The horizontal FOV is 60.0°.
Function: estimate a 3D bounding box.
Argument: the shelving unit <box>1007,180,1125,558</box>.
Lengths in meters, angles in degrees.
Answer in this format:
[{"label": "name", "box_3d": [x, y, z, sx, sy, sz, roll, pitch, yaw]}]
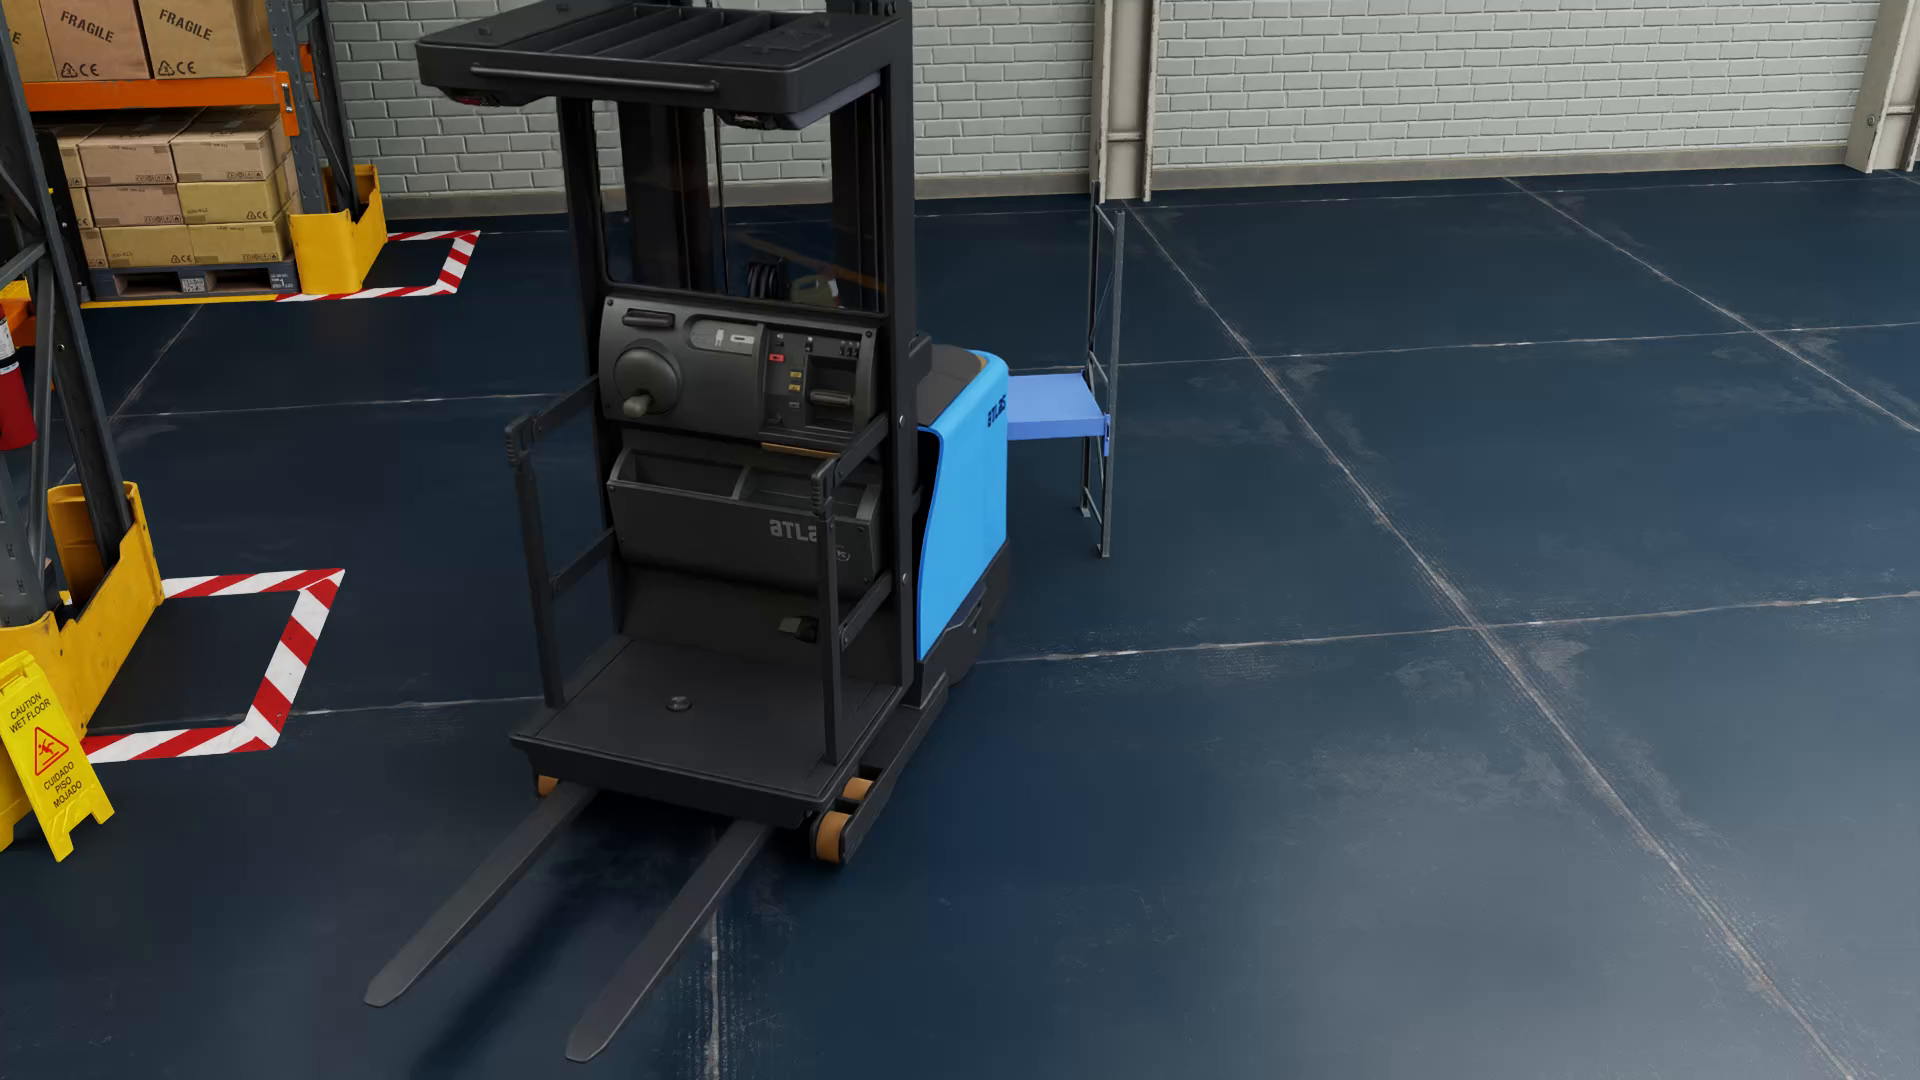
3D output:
[{"label": "shelving unit", "box_3d": [0.086, -0.675, 6.923, 1.048, 1.500, 0.538, -3, 27, -7]}]

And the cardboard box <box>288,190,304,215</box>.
[{"label": "cardboard box", "box_3d": [-4.478, -2.120, 10.648, 0.500, 0.250, 0.500, -4, 27, -7]}]

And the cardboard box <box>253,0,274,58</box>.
[{"label": "cardboard box", "box_3d": [-4.494, -3.238, 10.165, 0.500, 0.500, 0.500, -3, 27, -5]}]

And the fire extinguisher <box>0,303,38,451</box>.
[{"label": "fire extinguisher", "box_3d": [-3.092, -0.620, 5.258, 0.183, 0.674, 0.296, -4, 27, -7]}]

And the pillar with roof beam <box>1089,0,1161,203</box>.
[{"label": "pillar with roof beam", "box_3d": [1.761, -4.567, 6.294, 0.400, 9.000, 9.100, -4, 27, -7]}]

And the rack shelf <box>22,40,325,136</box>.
[{"label": "rack shelf", "box_3d": [-5.945, -2.652, 9.921, 4.000, 0.370, 1.077, -4, 27, -7]}]

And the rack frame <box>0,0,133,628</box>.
[{"label": "rack frame", "box_3d": [-3.270, -0.856, 5.632, 0.127, 3.000, 1.000, -4, 27, -7]}]

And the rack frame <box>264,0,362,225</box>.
[{"label": "rack frame", "box_3d": [-3.965, -3.099, 10.004, 0.127, 3.000, 1.000, -4, 27, -7]}]

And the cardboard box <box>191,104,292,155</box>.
[{"label": "cardboard box", "box_3d": [-4.467, -2.563, 10.415, 0.500, 0.250, 0.500, -4, 27, -8]}]

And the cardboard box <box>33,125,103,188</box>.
[{"label": "cardboard box", "box_3d": [-5.381, -2.266, 9.836, 0.500, 0.250, 0.500, -3, 27, -6]}]

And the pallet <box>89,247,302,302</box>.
[{"label": "pallet", "box_3d": [-4.716, -1.791, 10.509, 1.213, 0.211, 1.003, -4, 27, -7]}]

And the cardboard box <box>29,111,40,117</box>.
[{"label": "cardboard box", "box_3d": [-5.967, -2.473, 10.240, 0.500, 0.250, 0.500, -4, 27, -8]}]

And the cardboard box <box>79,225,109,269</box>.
[{"label": "cardboard box", "box_3d": [-5.377, -1.835, 10.092, 0.500, 0.250, 0.500, -3, 27, -7]}]

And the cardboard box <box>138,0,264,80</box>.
[{"label": "cardboard box", "box_3d": [-4.416, -2.994, 9.689, 0.500, 0.500, 0.500, -4, 27, -8]}]

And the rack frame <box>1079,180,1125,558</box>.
[{"label": "rack frame", "box_3d": [0.590, -0.706, 6.983, 0.032, 1.500, 0.500, -3, 27, -7]}]

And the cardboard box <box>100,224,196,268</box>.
[{"label": "cardboard box", "box_3d": [-4.880, -1.863, 10.146, 0.500, 0.250, 0.500, -4, 27, -7]}]

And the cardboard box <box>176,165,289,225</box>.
[{"label": "cardboard box", "box_3d": [-4.403, -2.113, 10.086, 0.500, 0.250, 0.500, -4, 27, -8]}]

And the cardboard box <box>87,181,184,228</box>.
[{"label": "cardboard box", "box_3d": [-4.901, -2.086, 10.034, 0.500, 0.250, 0.500, -4, 27, -8]}]

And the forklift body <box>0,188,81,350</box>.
[{"label": "forklift body", "box_3d": [-5.588, -1.776, 8.356, 1.214, 2.155, 2.313, -4, 27, -7]}]

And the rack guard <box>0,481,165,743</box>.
[{"label": "rack guard", "box_3d": [-3.345, 0.261, 6.193, 0.348, 0.500, 1.175, -4, 27, -7]}]

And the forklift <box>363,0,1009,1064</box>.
[{"label": "forklift", "box_3d": [-0.767, -0.490, 4.995, 1.130, 2.935, 3.031, 9, 28, 17]}]

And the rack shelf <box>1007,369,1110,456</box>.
[{"label": "rack shelf", "box_3d": [0.086, -0.515, 7.005, 1.000, 0.185, 0.538, -3, 27, -7]}]

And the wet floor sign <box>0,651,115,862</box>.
[{"label": "wet floor sign", "box_3d": [-2.932, 0.664, 5.250, 0.232, 0.644, 0.267, 6, 28, 11]}]

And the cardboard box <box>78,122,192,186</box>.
[{"label": "cardboard box", "box_3d": [-4.882, -2.302, 9.908, 0.500, 0.250, 0.500, -3, 27, -6]}]

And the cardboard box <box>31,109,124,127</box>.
[{"label": "cardboard box", "box_3d": [-5.458, -2.502, 10.298, 0.500, 0.250, 0.500, -4, 27, -7]}]

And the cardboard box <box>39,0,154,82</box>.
[{"label": "cardboard box", "box_3d": [-4.931, -2.965, 9.633, 0.500, 0.500, 0.500, -3, 27, -5]}]

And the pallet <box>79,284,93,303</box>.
[{"label": "pallet", "box_3d": [-5.922, -1.715, 10.361, 1.213, 0.211, 1.003, -4, 27, -7]}]

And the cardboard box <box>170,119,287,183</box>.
[{"label": "cardboard box", "box_3d": [-4.377, -2.337, 9.976, 0.500, 0.250, 0.500, -3, 27, -5]}]

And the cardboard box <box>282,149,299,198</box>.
[{"label": "cardboard box", "box_3d": [-4.459, -2.349, 10.547, 0.500, 0.250, 0.500, -3, 27, -6]}]

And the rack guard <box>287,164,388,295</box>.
[{"label": "rack guard", "box_3d": [-3.941, -1.989, 10.578, 0.348, 0.500, 1.175, -4, 27, -7]}]

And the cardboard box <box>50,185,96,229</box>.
[{"label": "cardboard box", "box_3d": [-5.410, -2.044, 9.951, 0.500, 0.250, 0.500, -4, 27, -8]}]

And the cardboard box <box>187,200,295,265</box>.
[{"label": "cardboard box", "box_3d": [-4.386, -1.890, 10.200, 0.500, 0.250, 0.500, -3, 27, -7]}]

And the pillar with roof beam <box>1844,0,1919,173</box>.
[{"label": "pillar with roof beam", "box_3d": [7.703, -4.949, 7.037, 0.400, 9.000, 9.100, -4, 27, -7]}]

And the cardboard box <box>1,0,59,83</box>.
[{"label": "cardboard box", "box_3d": [-5.438, -2.932, 9.569, 0.500, 0.500, 0.500, -4, 27, -8]}]

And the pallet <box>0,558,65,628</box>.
[{"label": "pallet", "box_3d": [-4.154, 0.426, 6.189, 1.213, 0.211, 1.003, -4, 27, -7]}]

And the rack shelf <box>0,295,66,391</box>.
[{"label": "rack shelf", "box_3d": [-5.250, -0.408, 5.548, 4.000, 0.370, 1.077, -4, 27, -7]}]

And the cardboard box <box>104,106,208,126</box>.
[{"label": "cardboard box", "box_3d": [-4.961, -2.529, 10.350, 0.500, 0.250, 0.500, -4, 27, -7]}]
